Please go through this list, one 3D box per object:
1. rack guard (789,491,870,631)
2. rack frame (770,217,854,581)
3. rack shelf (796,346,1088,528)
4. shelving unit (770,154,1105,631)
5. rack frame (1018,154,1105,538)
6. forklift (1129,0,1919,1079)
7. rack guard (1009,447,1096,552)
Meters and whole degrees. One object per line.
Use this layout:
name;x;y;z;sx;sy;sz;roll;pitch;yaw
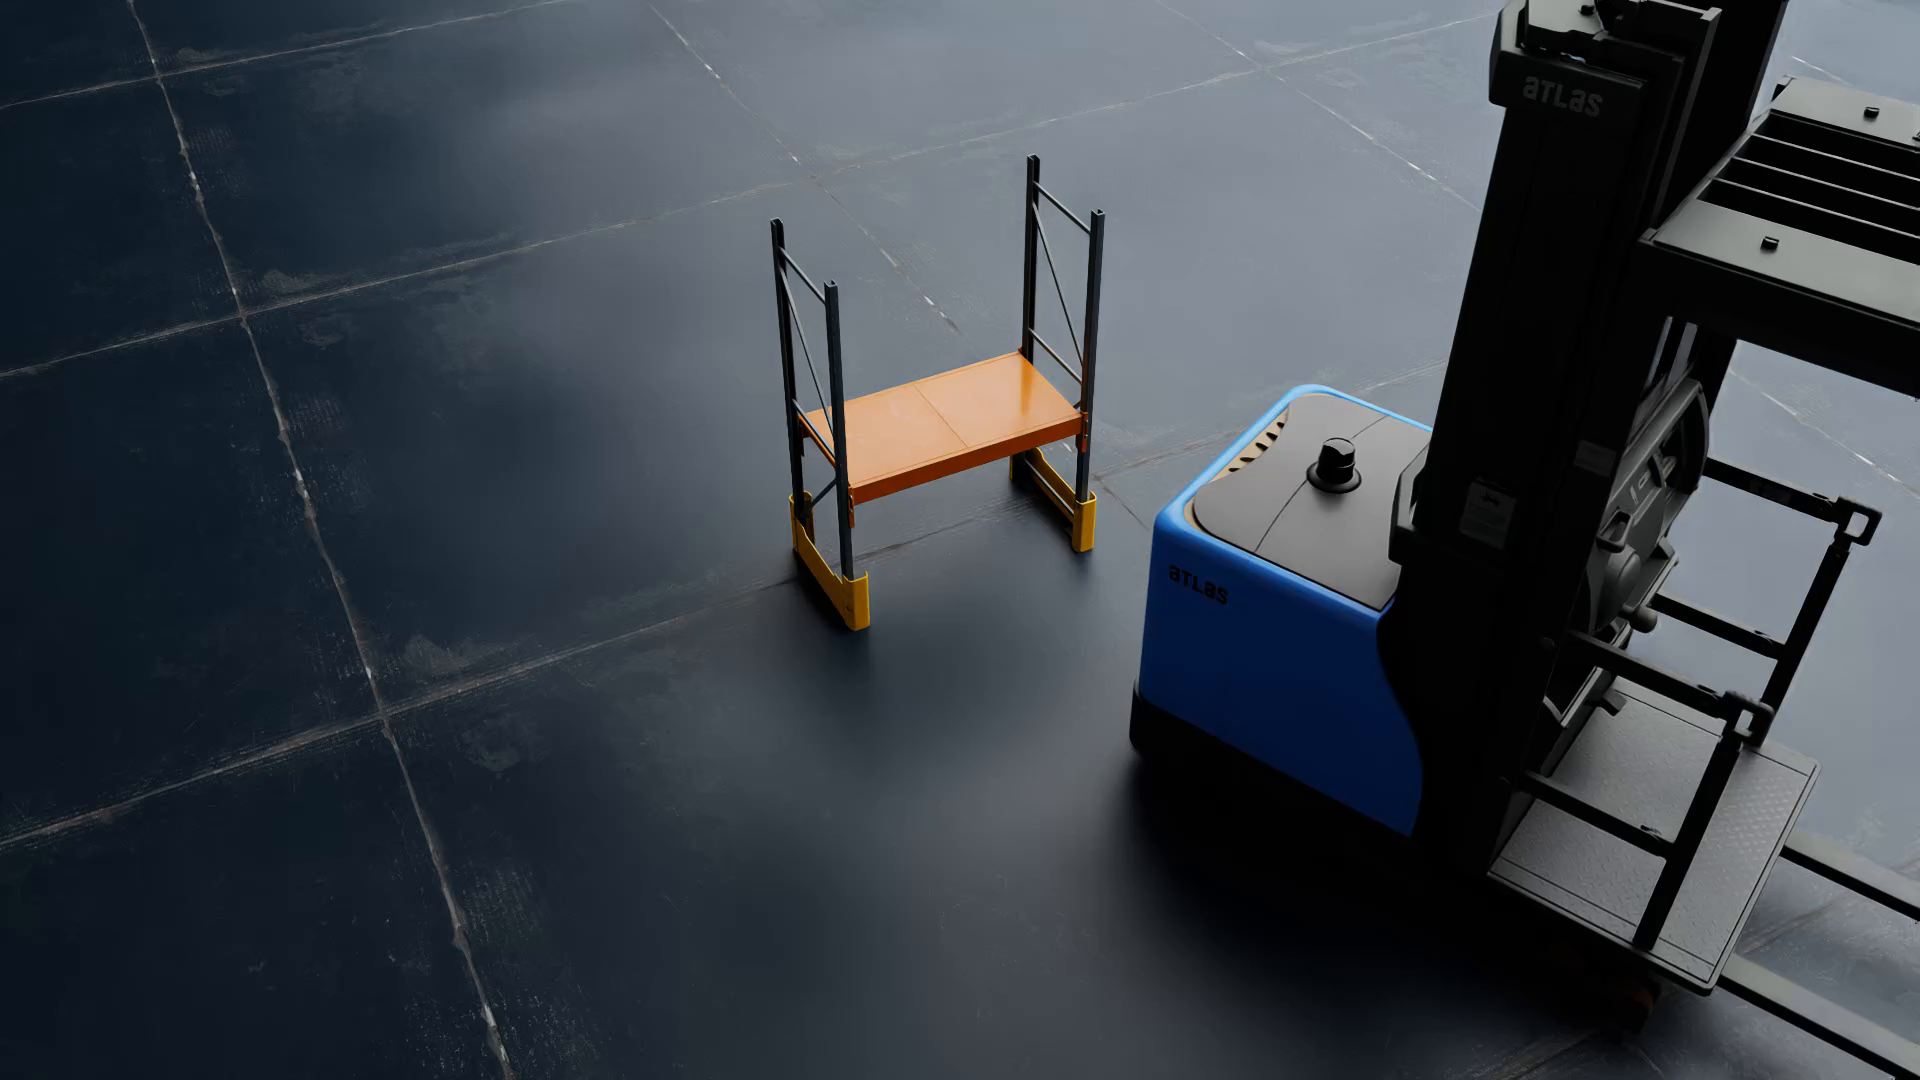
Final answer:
rack guard;-0.509;0.076;6.467;0.087;0.250;0.587;-19;44;-21
rack frame;-0.527;-0.395;6.056;0.032;1.500;0.500;-19;44;-21
rack shelf;-0.076;-0.410;6.352;1.000;0.185;0.538;-19;44;-21
shelving unit;-0.068;-0.550;6.239;1.083;1.500;0.587;-19;44;-21
rack frame;0.375;-0.699;6.415;0.032;1.500;0.500;-19;44;-21
forklift;2.071;-0.036;4.524;3.031;2.935;1.130;26;47;28
rack guard;0.374;-0.221;6.818;0.087;0.250;0.587;-19;44;-21
